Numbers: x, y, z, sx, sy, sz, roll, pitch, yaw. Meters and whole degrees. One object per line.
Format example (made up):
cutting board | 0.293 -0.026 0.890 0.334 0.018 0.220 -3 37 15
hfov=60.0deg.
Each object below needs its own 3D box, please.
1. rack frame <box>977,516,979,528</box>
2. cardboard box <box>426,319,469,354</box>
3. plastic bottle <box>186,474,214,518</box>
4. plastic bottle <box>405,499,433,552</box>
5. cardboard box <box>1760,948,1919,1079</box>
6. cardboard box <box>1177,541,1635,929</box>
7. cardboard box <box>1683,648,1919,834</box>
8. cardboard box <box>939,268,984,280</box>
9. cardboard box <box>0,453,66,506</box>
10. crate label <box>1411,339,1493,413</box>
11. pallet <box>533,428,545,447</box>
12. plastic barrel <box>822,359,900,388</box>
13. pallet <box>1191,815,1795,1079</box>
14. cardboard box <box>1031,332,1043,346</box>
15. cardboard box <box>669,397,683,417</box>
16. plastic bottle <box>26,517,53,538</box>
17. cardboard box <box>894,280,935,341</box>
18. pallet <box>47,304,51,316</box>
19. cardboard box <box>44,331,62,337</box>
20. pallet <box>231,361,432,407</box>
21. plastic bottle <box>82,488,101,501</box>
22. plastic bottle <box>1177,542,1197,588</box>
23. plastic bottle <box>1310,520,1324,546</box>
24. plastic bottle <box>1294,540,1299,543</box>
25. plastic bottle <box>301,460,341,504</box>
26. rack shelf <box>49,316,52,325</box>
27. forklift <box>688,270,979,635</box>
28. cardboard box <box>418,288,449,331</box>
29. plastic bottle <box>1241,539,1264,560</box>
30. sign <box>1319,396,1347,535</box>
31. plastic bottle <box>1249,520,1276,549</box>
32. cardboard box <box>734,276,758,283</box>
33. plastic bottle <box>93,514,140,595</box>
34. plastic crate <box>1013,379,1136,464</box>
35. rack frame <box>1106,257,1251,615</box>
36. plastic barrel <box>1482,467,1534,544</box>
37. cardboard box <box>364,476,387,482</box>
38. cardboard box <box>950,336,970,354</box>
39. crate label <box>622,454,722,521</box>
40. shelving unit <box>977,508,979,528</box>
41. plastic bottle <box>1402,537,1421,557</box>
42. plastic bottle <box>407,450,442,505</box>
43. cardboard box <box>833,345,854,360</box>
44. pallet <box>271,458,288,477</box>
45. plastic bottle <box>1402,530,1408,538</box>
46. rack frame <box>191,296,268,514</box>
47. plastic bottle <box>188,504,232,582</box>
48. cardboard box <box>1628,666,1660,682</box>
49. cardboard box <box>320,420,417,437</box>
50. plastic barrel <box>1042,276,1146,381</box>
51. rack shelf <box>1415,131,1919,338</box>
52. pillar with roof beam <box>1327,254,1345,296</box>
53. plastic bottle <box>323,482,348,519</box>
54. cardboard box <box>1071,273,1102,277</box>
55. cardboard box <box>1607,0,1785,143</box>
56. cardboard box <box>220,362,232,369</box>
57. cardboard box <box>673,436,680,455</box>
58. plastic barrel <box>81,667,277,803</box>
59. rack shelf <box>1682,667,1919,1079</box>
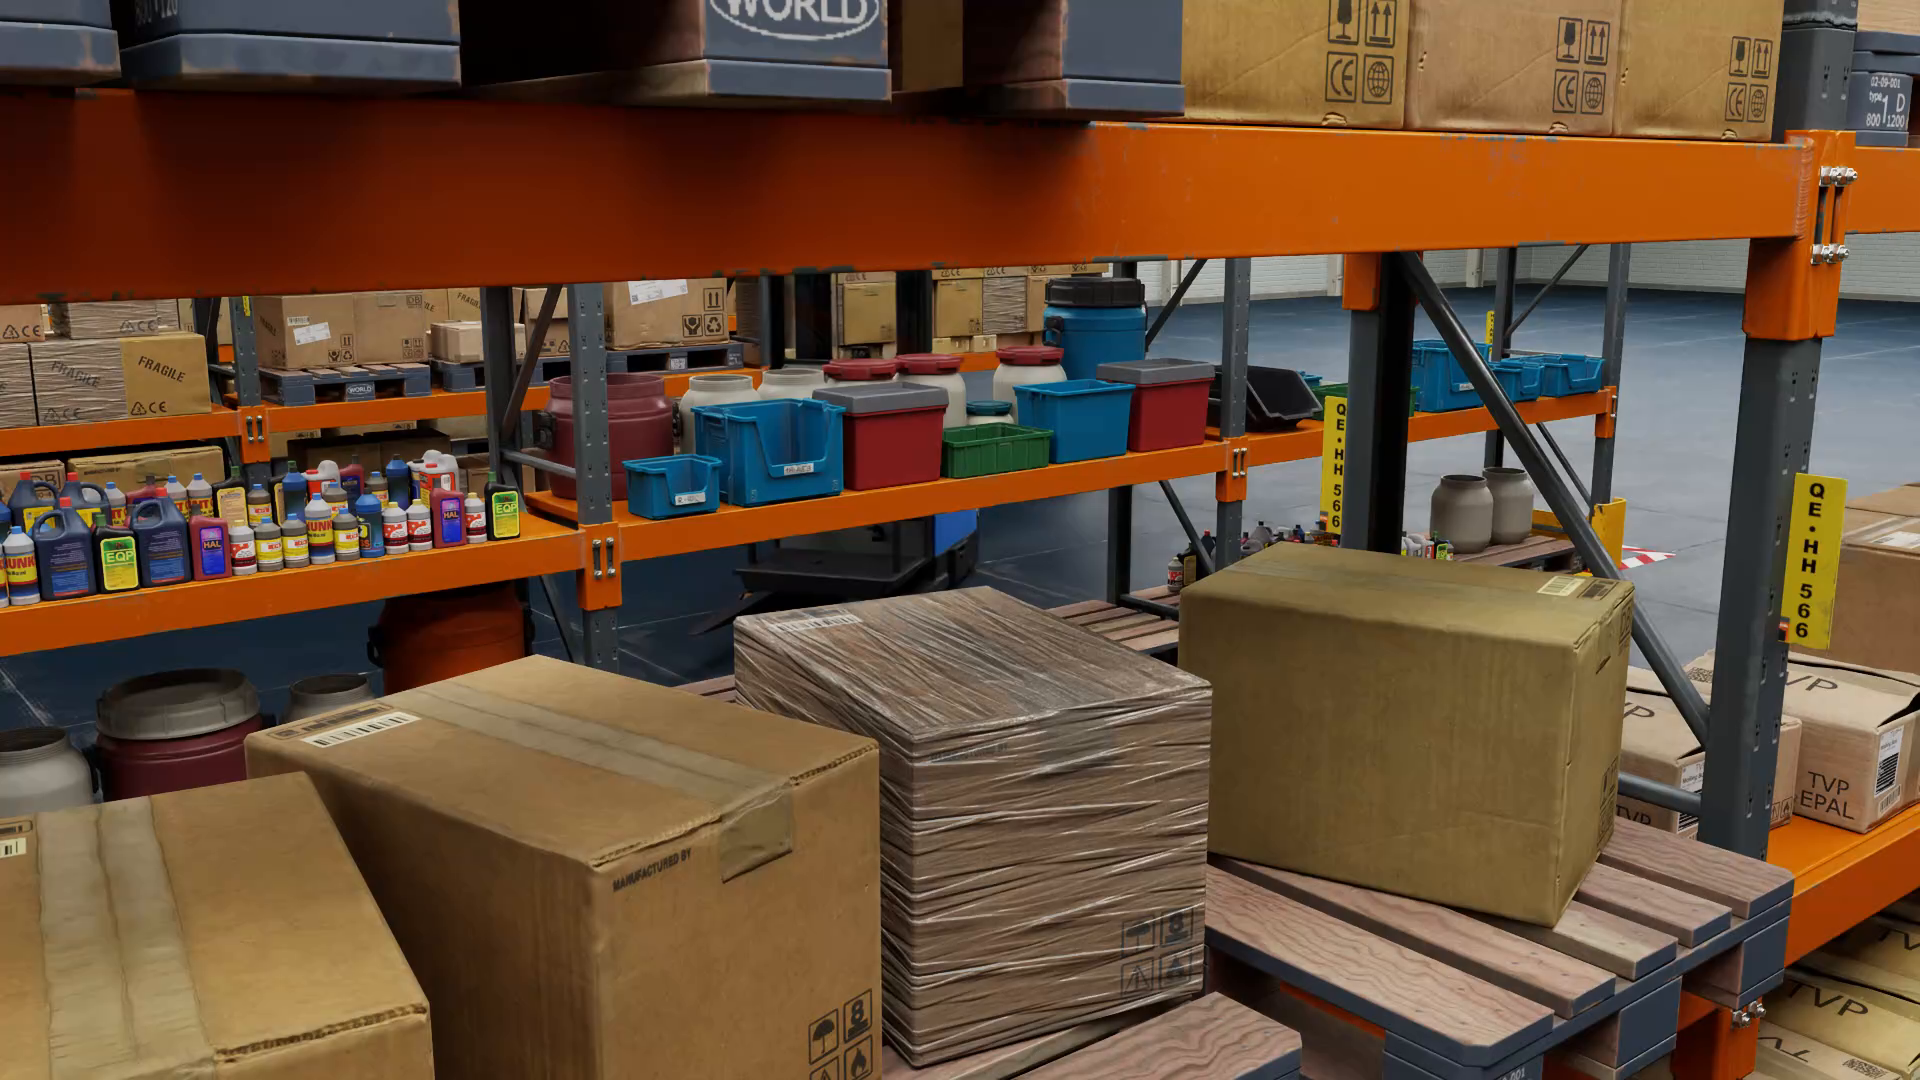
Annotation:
rack frame | 0.073 -0.452 13.092 0.006 0.900 0.240 -9 15 -38
cardboard box | -3.803 -1.526 12.405 0.258 0.266 0.396 -10 16 -39
plastic bottle | -3.136 -0.138 6.867 0.097 0.271 0.097 0 12 0
plastic bottle | -2.174 -0.062 6.677 0.097 0.201 0.097 0 12 0
cardboard box | 2.246 1.257 4.248 0.500 0.311 0.500 -10 16 -39
cardboard box | 0.828 0.327 3.116 0.700 0.500 0.500 7 14 31
cardboard box | 2.068 0.440 4.049 0.500 0.311 0.500 -10 15 -38
cardboard box | -0.139 -2.542 14.516 0.500 0.500 0.500 -9 15 -38
cardboard box | -6.189 -0.091 10.442 0.875 0.875 1.225 -9 15 -37
crate label | 3.136 -1.095 10.980 0.616 0.435 0.502 -9 15 -38
pallet | -4.190 -1.185 18.199 1.213 0.211 1.003 -9 15 -38
plastic barrel | -0.514 -0.668 8.727 0.433 0.535 0.433 0 12 0
pallet | 0.764 0.674 3.193 1.003 0.211 1.213 -9 15 -38
cardboard box | 0.653 -1.868 15.307 0.250 0.149 0.380 -9 15 -38
cardboard box | -3.597 -1.817 18.566 0.875 0.875 0.875 -9 15 -37
plastic bottle | -3.293 0.052 5.974 0.097 0.271 0.097 0 12 0
cardboard box | -0.683 -2.028 14.502 0.500 0.500 0.875 -9 15 -38
pallet | -10.638 -2.749 19.316 1.003 0.211 1.213 -9 15 -38
cardboard box | -5.887 -1.089 10.793 0.500 0.500 0.500 -10 16 -39
pallet | -4.447 -1.142 11.747 1.003 0.211 1.213 -9 15 -38
plastic bottle | -3.465 -0.078 6.574 0.135 0.276 0.152 -9 15 -38
plastic bottle | 1.450 0.156 10.653 0.133 0.283 0.061 -9 15 -35
plastic bottle | 2.448 0.001 11.412 0.097 0.271 0.097 0 12 0
plastic bottle | 2.080 0.178 10.387 0.185 0.351 0.144 -9 15 -38
plastic bottle | -2.744 -0.198 7.139 0.135 0.276 0.152 -9 15 -38
rack shelf | -9.566 -2.641 20.076 4.000 0.370 1.077 -9 15 -38
forklift | -0.790 -0.960 10.593 1.130 2.935 3.031 4 13 17
cardboard box | -5.468 -2.335 16.662 0.500 0.500 0.500 -10 15 -38
plastic bottle | 1.866 0.141 10.741 0.135 0.276 0.152 -9 15 -38
sign | 0.900 -0.175 3.942 0.005 0.325 0.100 -9 15 -38
plastic bottle | 2.006 0.042 11.029 0.185 0.351 0.144 -10 15 -38
cardboard box | -1.634 -2.432 13.994 0.500 0.500 0.500 -9 15 -38
plastic bottle | -3.033 0.046 5.973 0.133 0.283 0.061 -9 15 -38
plastic crate | 0.614 -0.640 8.961 0.575 0.384 0.392 -9 15 -38
rack frame | 1.281 -0.842 9.871 0.127 3.000 1.000 -9 15 -38
plastic barrel | 3.938 -0.251 12.069 0.421 0.512 0.421 0 12 0
cardboard box | -4.426 -0.209 11.848 0.500 0.500 0.700 -10 16 -41
cardboard box | -0.128 -1.738 14.696 0.250 0.149 0.380 -9 15 -38
crate label | -1.279 -0.235 7.415 0.416 0.233 0.303 -9 15 -38
shelving unit | -0.006 -0.439 13.030 0.210 0.900 0.258 -9 15 -38
plastic bottle | 2.922 0.112 10.877 0.135 0.276 0.152 -10 16 -39
plastic bottle | -2.382 -0.258 7.422 0.135 0.276 0.152 -9 15 -38
cardboard box | -1.076 -1.568 13.899 0.250 0.149 0.380 -9 15 -38
pallet | -6.342 -0.827 16.515 1.213 0.211 1.003 -9 15 -38
plastic bottle | 2.963 0.073 11.042 0.133 0.283 0.061 -9 15 -38
rack frame | -4.937 -1.126 11.210 0.127 3.000 1.000 -9 15 -38
plastic bottle | -2.784 0.004 6.167 0.133 0.283 0.061 -9 15 -38
cardboard box | 1.779 0.443 4.428 0.250 0.149 0.380 -9 15 -38
cardboard box | -6.017 -1.348 16.660 0.750 0.750 1.050 -9 15 -38
plastic barrel | 0.790 -1.086 9.814 0.708 0.901 0.600 -9 15 -38
rack shelf | 2.811 -0.894 4.626 4.000 0.370 1.077 -9 15 -38
pillar with roof beam | 12.339 -9.982 38.475 0.548 9.000 9.100 -9 15 -38
plastic bottle | -2.651 -0.144 7.063 0.097 0.201 0.097 0 12 0
cardboard box | 0.864 -2.292 15.742 0.500 0.500 0.875 -9 15 -38
cardboard box | 0.929 -0.973 3.026 0.500 0.500 0.910 -9 15 -38
cardboard box | -8.971 -2.010 20.689 0.625 0.372 0.950 -8 15 -34
cardboard box | -2.306 -0.561 13.509 0.500 0.500 0.700 -11 16 -42
plastic barrel | -3.096 0.864 6.631 0.708 0.588 0.600 -9 15 -38
rack shelf | 2.811 0.574 4.938 4.000 0.370 1.077 -9 15 -38
